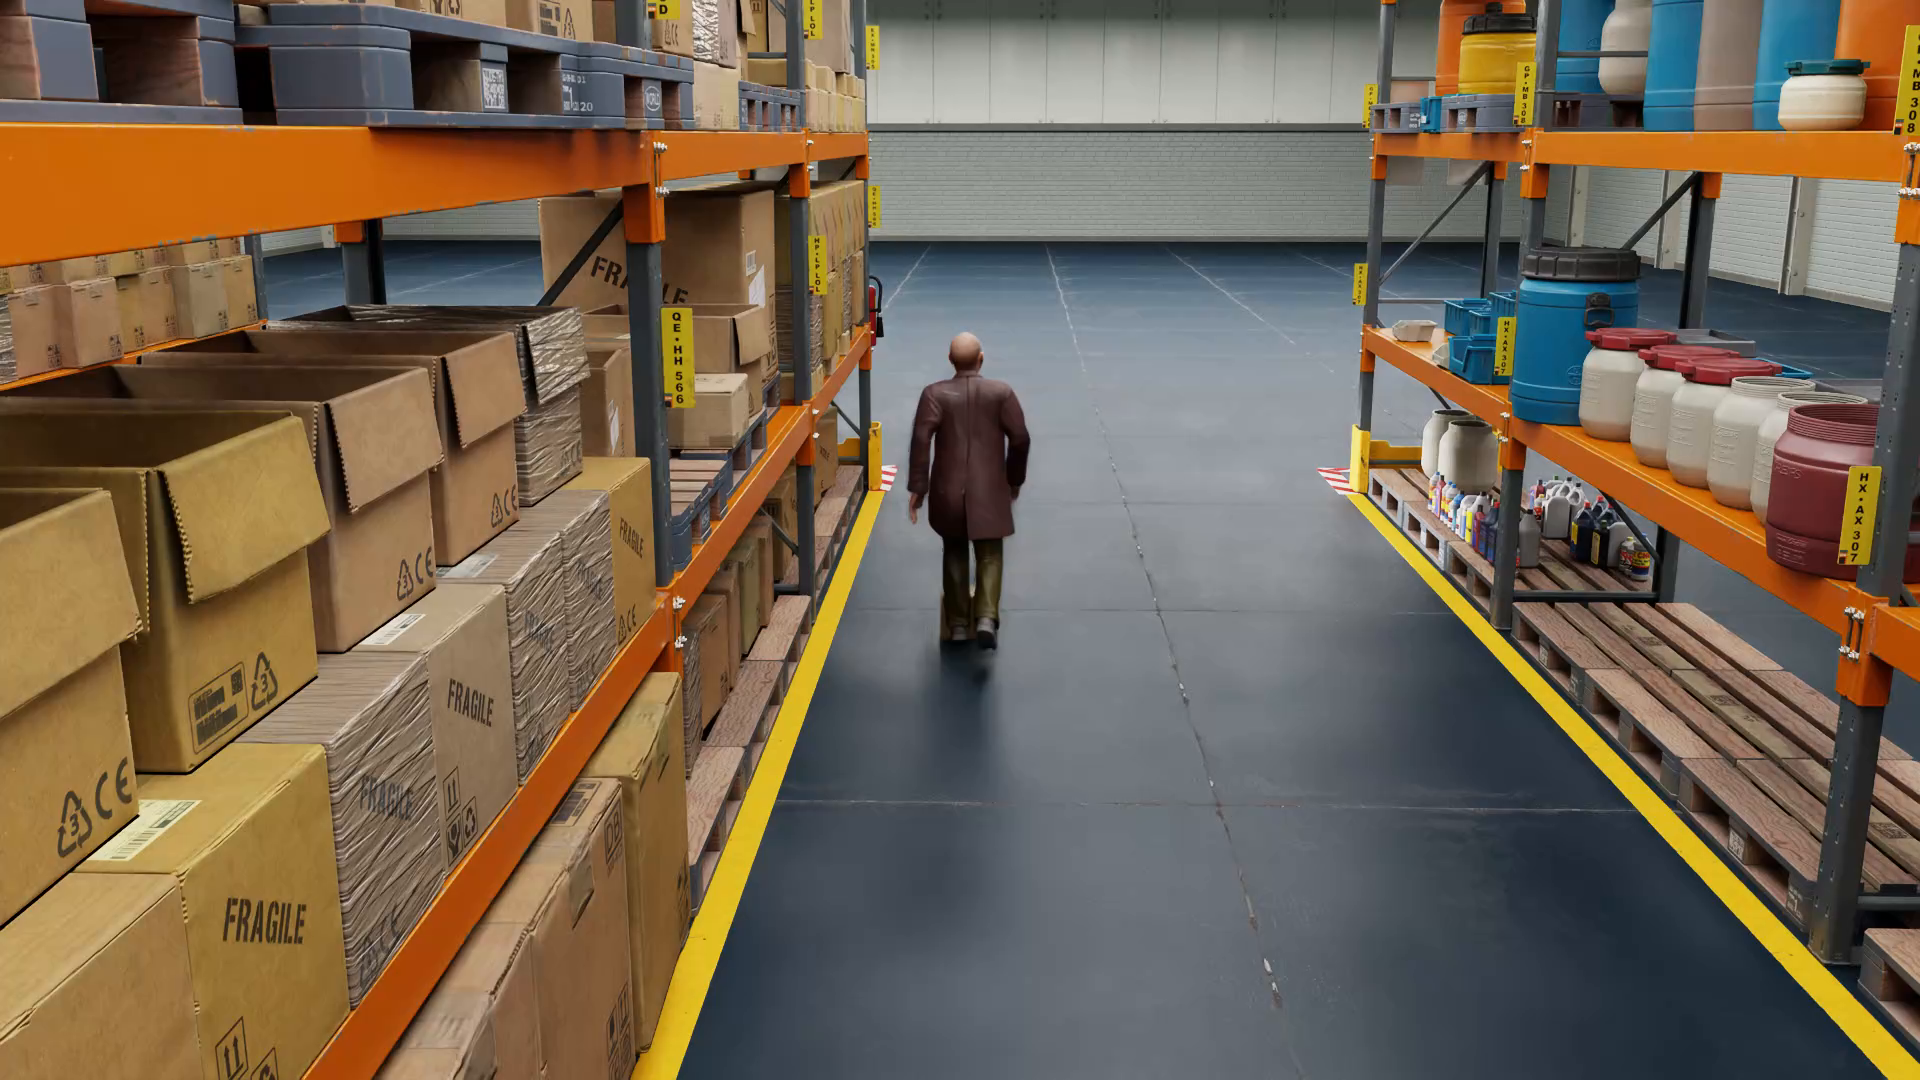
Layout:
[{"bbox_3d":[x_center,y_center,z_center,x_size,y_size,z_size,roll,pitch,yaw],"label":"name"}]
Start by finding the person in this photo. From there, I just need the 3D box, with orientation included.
[{"bbox_3d":[0.039,-0.193,9.038,0.657,1.631,0.857,2,14,9],"label":"person"}]
